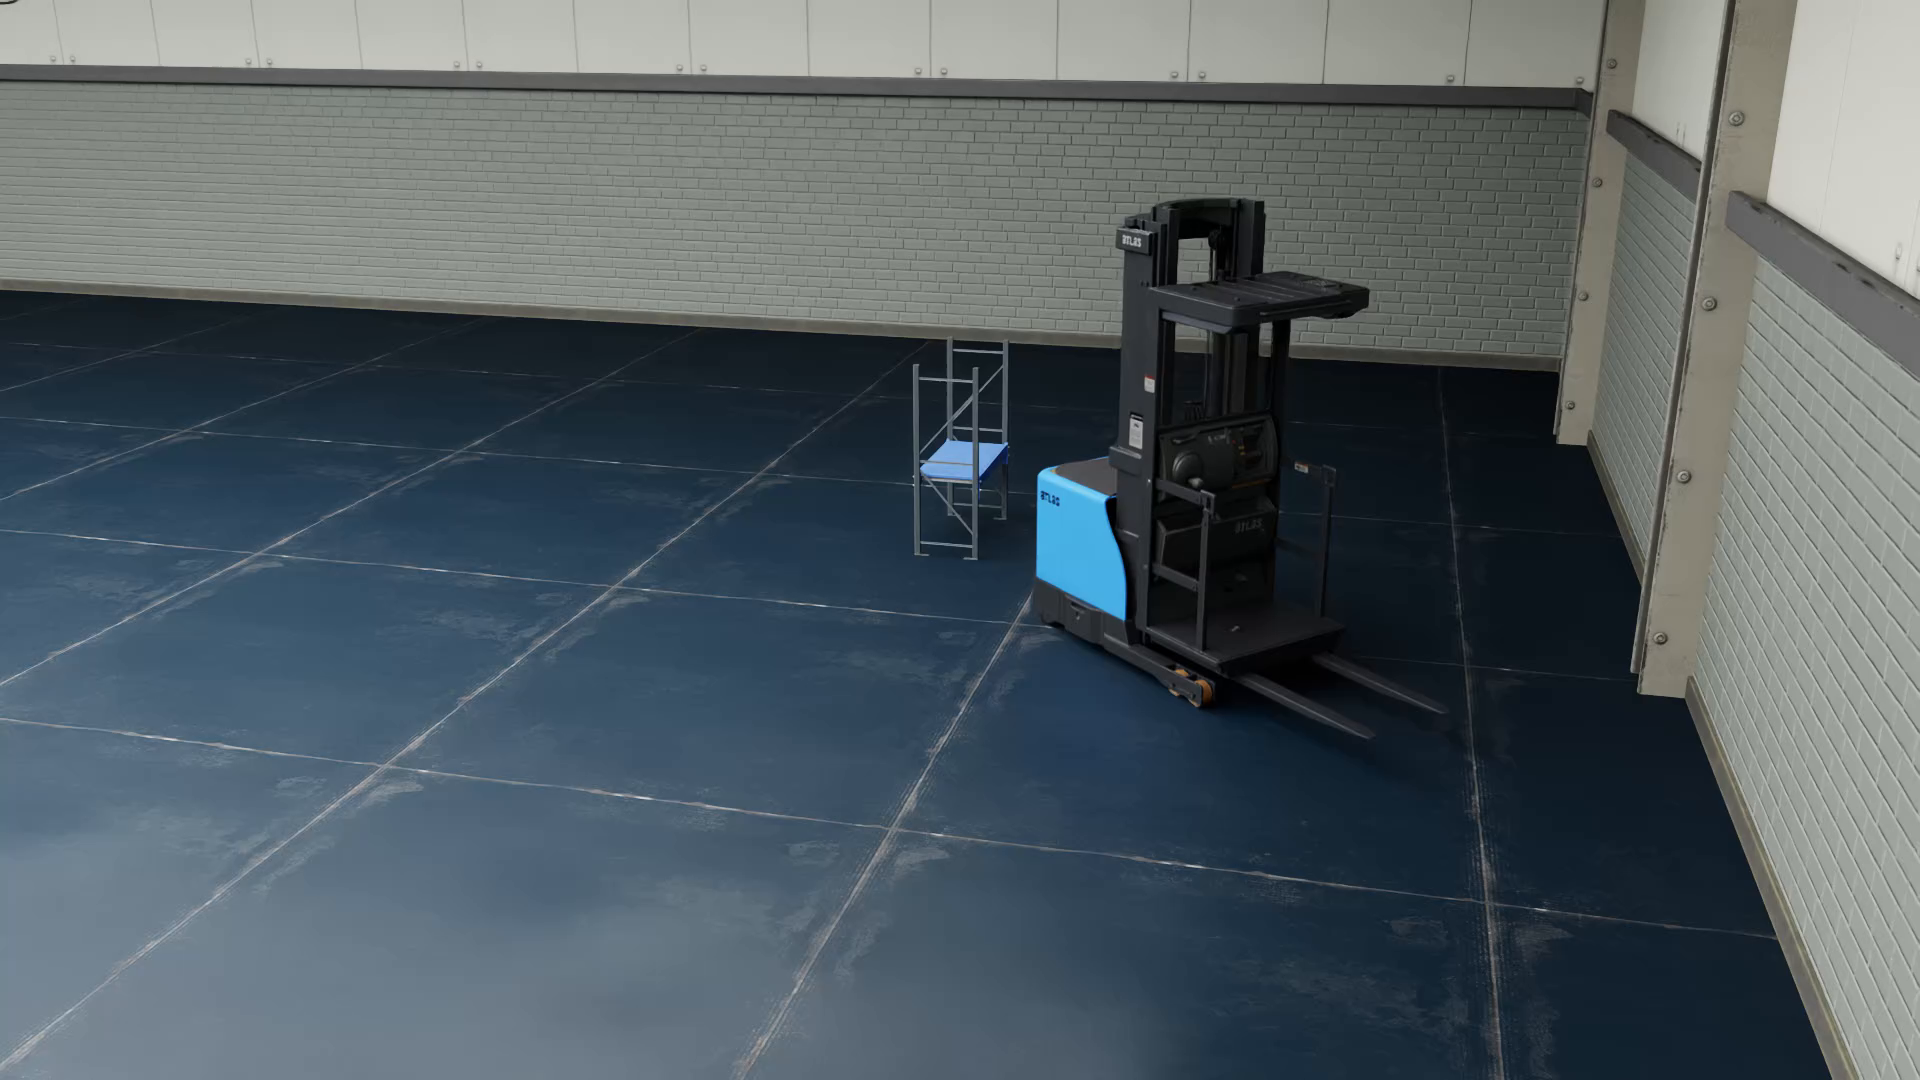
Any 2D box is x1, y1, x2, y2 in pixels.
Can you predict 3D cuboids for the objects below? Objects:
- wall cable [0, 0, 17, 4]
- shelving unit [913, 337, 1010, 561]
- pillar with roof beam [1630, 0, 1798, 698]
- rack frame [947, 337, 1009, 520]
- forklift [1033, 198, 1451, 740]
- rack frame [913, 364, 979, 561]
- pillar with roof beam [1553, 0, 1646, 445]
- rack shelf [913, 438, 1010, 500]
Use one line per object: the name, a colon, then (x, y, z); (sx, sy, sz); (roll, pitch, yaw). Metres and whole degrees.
wall cable: (-13.445, -9.391, 21.498); (2.305, 6.003, 0.169); (5, 19, 13)
shelving unit: (0.021, -0.736, 13.023); (0.538, 1.500, 1.048); (5, 19, 13)
pillar with roof beam: (0.256, -3.689, 10.066); (9.100, 9.000, 0.400); (5, 19, 13)
rack frame: (0.145, -0.896, 13.490); (0.500, 1.500, 0.032); (5, 19, 13)
forklift: (1.735, -0.538, 10.229); (1.130, 2.935, 3.031); (-12, 22, -31)
rack frame: (-0.103, -0.577, 12.557); (0.500, 1.500, 0.032); (5, 19, 13)
pillar with roof beam: (1.722, -5.570, 15.572); (9.100, 9.000, 0.400); (5, 19, 13)
rack shelf: (0.021, -0.566, 13.082); (0.538, 0.185, 1.000); (5, 19, 13)
